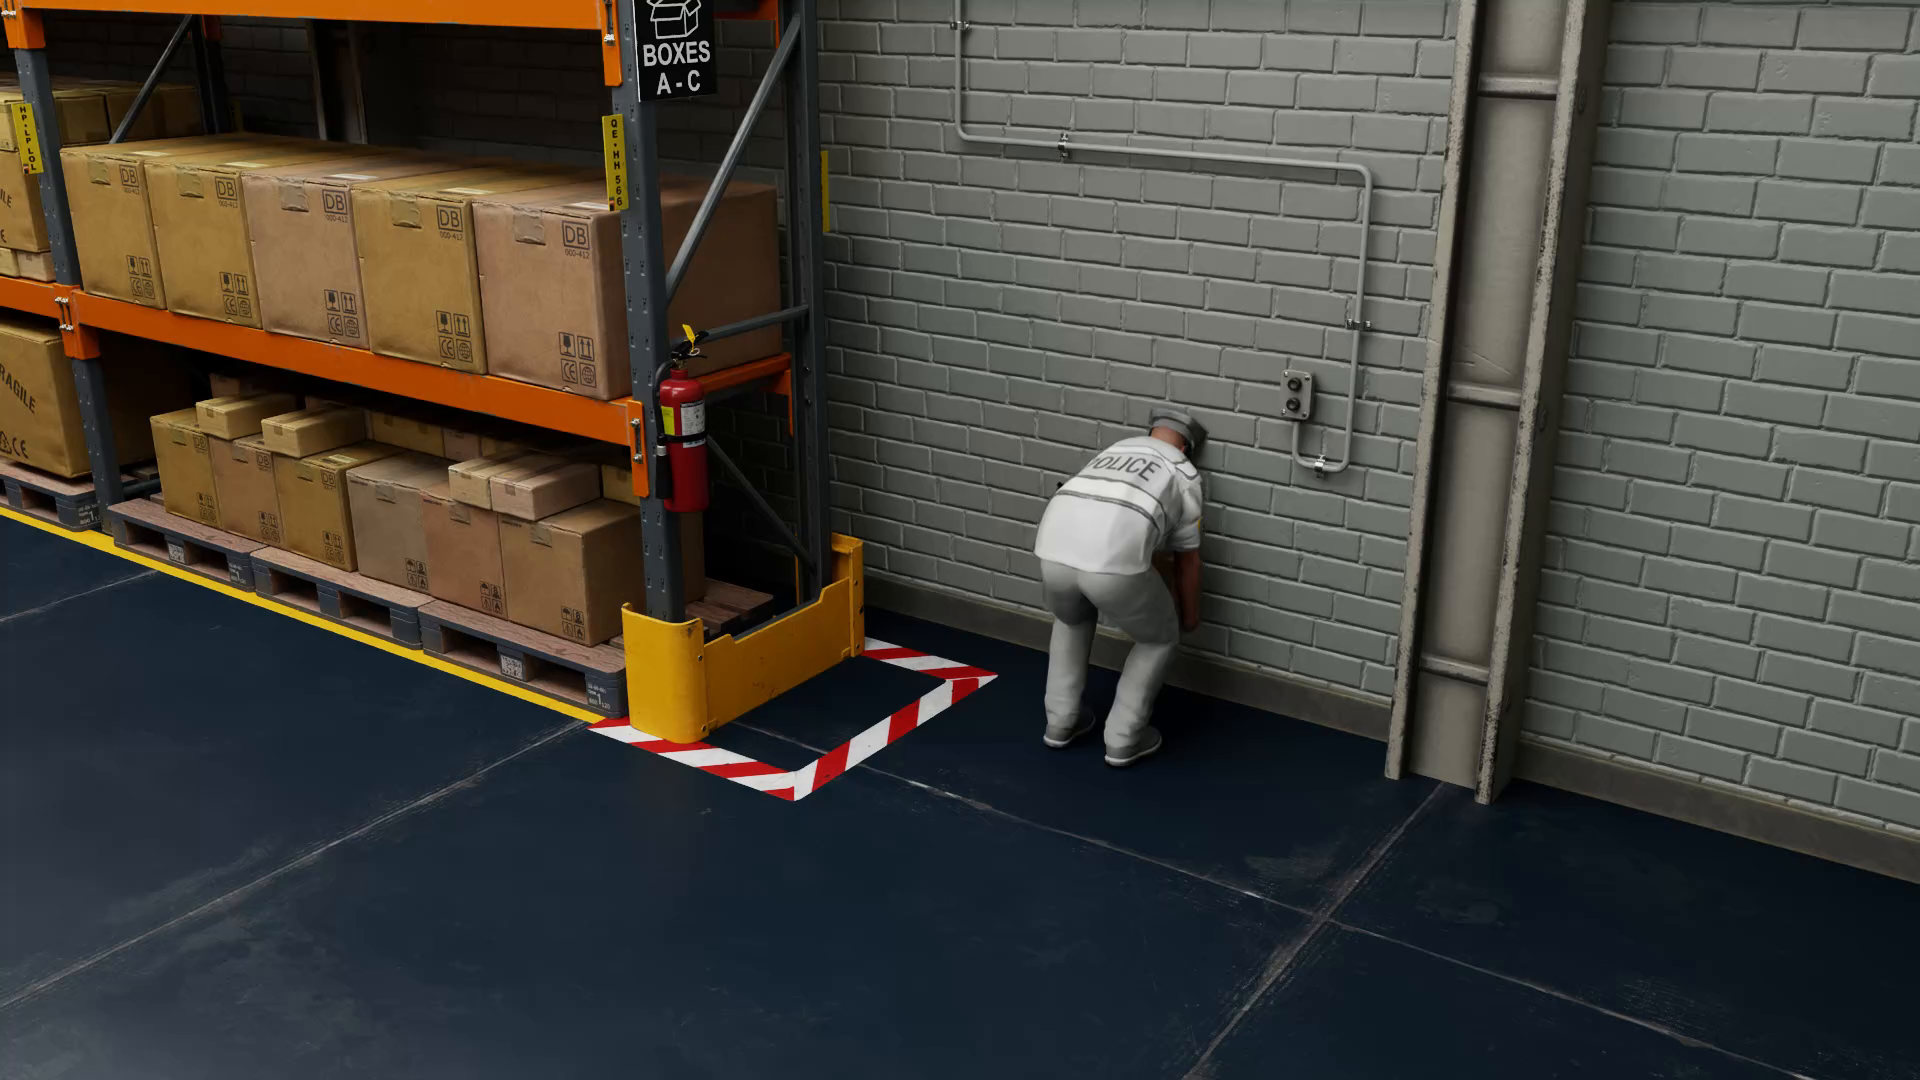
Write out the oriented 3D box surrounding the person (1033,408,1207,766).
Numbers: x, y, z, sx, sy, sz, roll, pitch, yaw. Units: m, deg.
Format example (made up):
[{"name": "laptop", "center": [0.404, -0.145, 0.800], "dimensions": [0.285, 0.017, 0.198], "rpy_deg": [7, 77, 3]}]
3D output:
[{"name": "person", "center": [0.659, 0.162, 6.412], "dimensions": [0.518, 1.214, 1.022], "rpy_deg": [12, 23, 30]}]
